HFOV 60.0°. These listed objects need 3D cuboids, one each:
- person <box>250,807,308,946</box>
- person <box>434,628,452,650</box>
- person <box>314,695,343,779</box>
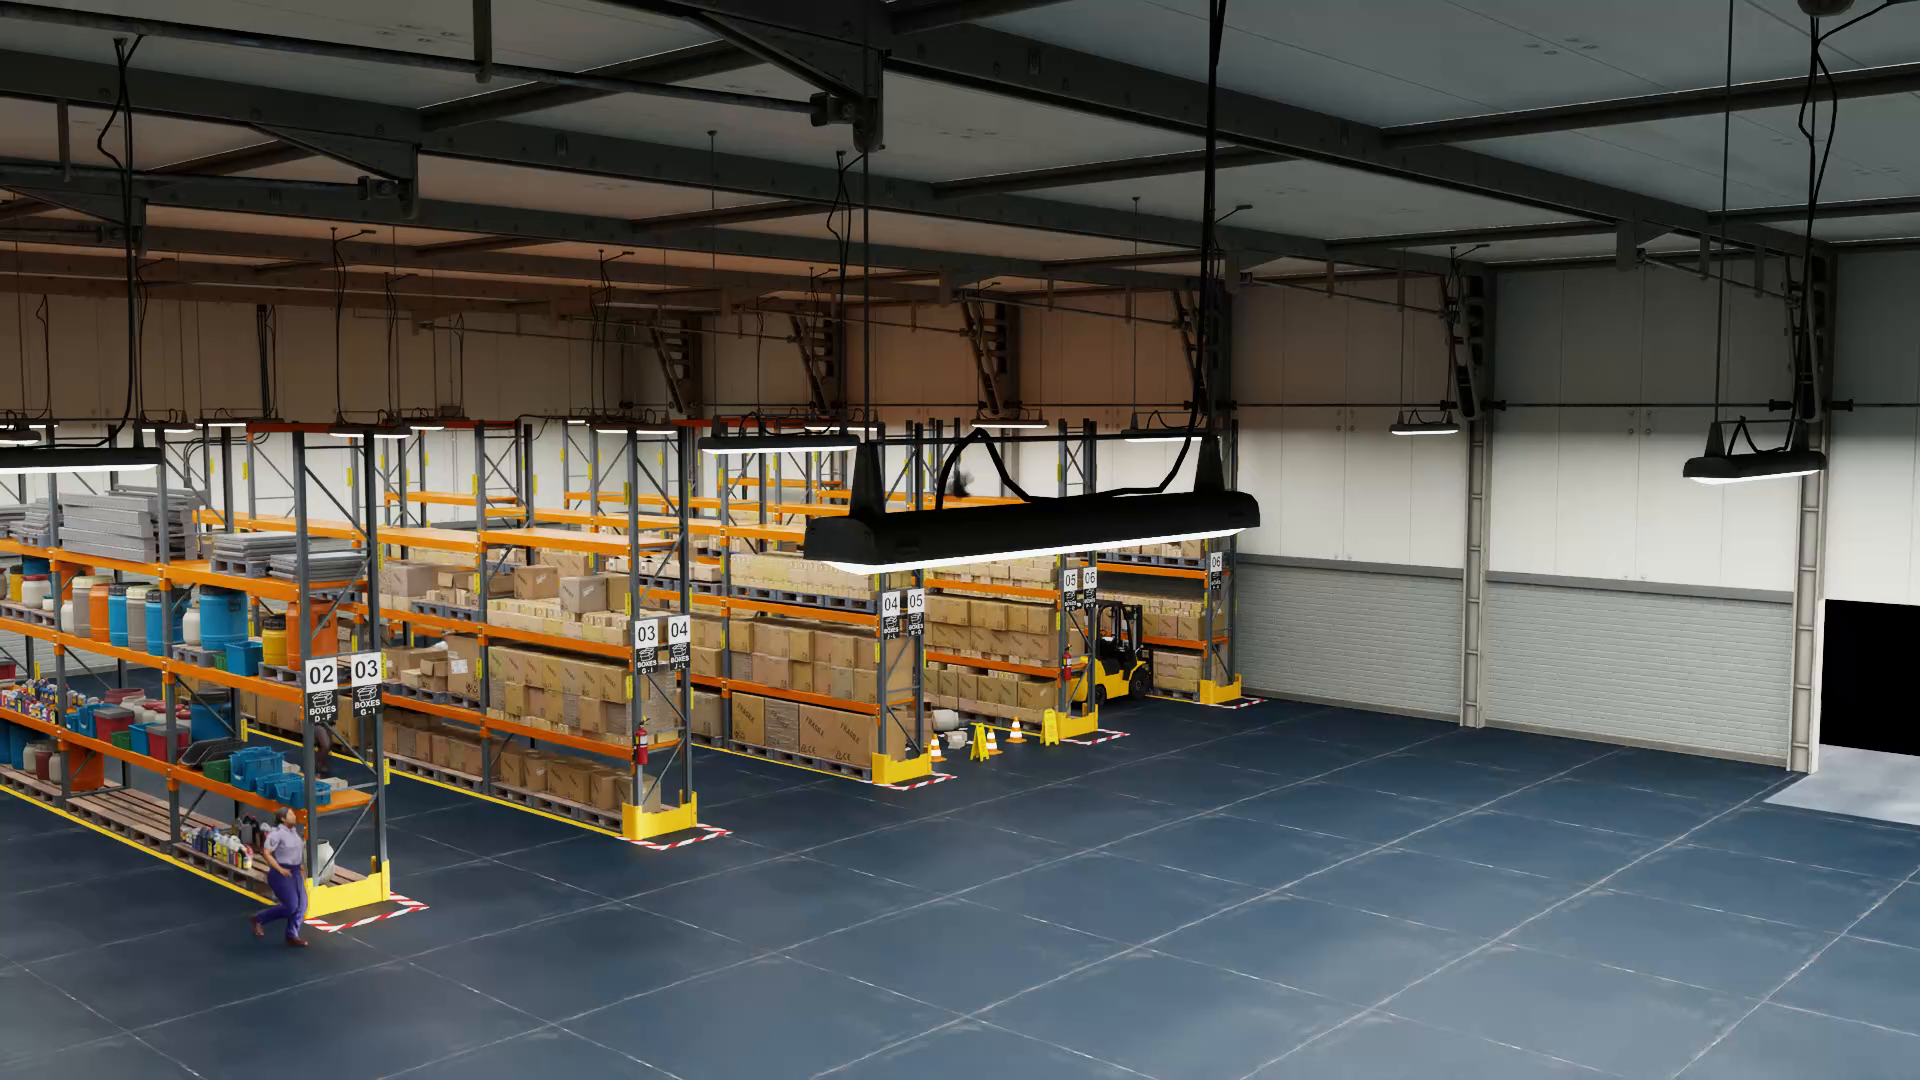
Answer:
[{"bbox_3d":[-7.950,3.942,19.607,0.666,1.583,0.654,0,5,4],"label":"person"},{"bbox_3d":[-10.612,2.681,34.448,0.681,1.715,0.542,4,6,41],"label":"person"},{"bbox_3d":[-10.772,3.188,28.197,0.763,1.787,0.625,4,6,42],"label":"person"}]
